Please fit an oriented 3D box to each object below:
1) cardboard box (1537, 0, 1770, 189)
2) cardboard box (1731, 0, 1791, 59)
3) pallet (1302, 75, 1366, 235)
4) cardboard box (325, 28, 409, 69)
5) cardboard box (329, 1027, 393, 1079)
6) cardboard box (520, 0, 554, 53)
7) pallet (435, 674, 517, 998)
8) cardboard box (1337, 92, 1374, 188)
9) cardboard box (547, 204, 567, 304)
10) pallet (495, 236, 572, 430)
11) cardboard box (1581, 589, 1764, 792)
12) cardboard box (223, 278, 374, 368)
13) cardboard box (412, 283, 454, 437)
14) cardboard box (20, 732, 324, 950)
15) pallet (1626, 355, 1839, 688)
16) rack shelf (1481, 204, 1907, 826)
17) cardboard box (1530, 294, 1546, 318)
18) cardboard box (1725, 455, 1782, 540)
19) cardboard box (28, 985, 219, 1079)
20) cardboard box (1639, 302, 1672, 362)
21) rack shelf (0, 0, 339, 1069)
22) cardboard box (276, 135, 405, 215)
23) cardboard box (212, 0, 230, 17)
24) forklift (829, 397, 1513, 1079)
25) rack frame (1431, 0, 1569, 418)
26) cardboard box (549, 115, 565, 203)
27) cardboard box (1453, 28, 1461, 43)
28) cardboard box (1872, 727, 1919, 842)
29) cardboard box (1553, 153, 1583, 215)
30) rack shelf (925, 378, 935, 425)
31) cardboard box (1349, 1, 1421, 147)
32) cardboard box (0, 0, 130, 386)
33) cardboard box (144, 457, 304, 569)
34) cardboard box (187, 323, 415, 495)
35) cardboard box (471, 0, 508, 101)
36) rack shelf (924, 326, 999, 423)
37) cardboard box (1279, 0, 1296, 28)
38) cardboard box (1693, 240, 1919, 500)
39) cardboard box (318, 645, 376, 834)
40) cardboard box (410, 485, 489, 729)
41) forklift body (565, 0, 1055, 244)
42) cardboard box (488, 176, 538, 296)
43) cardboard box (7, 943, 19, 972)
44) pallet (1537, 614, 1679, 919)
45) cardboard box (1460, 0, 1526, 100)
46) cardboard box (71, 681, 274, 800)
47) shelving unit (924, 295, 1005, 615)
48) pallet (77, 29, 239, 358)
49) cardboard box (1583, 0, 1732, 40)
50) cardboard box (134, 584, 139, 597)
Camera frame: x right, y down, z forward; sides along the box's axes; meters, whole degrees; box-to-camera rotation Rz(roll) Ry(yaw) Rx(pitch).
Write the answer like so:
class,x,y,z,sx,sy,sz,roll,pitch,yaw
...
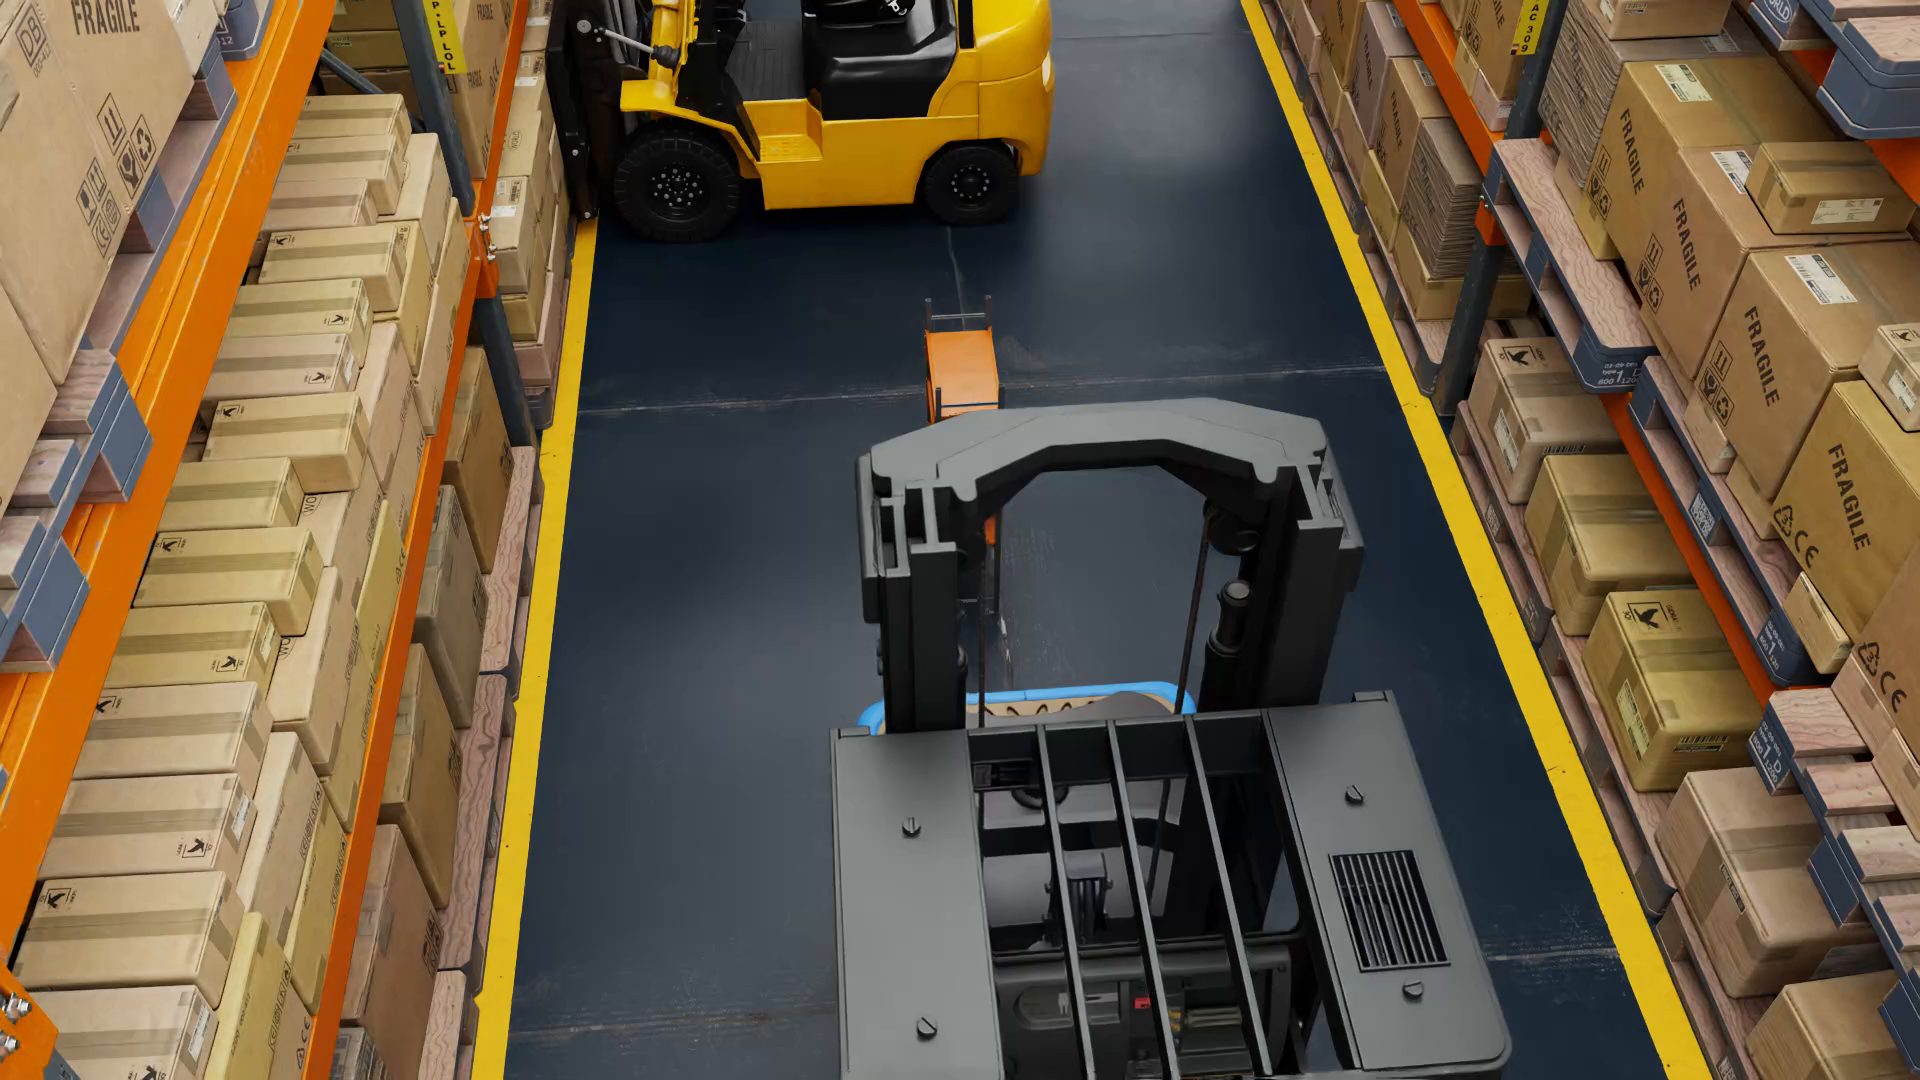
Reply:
class,x,y,z,sx,sy,sz,roll,pitch,yaw
cardboard box,2.375,-1.574,5.748,0.500,0.500,0.500,-2,47,-2
cardboard box,2.889,-1.610,5.783,0.500,0.500,0.500,-4,47,-4
pallet,2.425,-2.059,8.691,1.003,0.211,1.213,-3,47,-3
cardboard box,-2.089,-1.849,6.056,0.380,0.149,0.250,-4,47,-4
cardboard box,-2.028,1.769,4.491,0.875,0.625,0.625,-2,47,-2
cardboard box,-2.174,-2.367,7.978,0.500,0.250,0.500,-4,47,-4
pallet,-2.119,1.029,5.766,1.003,0.211,1.213,-3,47,-3
cardboard box,2.212,-2.013,8.331,0.500,0.250,0.500,-3,47,-3
cardboard box,-2.093,-1.281,7.638,0.500,0.250,0.500,-4,47,-4
pallet,-2.349,-0.964,7.654,1.003,0.211,1.213,-3,47,-3
cardboard box,2.792,0.512,5.856,0.950,0.372,0.625,-2,47,-2
cardboard box,-1.953,-0.627,4.899,0.380,0.149,0.250,-4,47,-4
cardboard box,-1.974,-0.581,5.474,0.500,0.250,0.500,-4,47,-4
cardboard box,-1.824,0.730,3.888,0.500,0.250,0.500,-2,47,-2
pallet,2.750,-0.119,5.066,1.003,0.211,1.213,-3,47,-3
rack shelf,2.789,0.045,5.273,1.077,0.370,4.000,-3,47,-3
cardboard box,2.841,-1.292,7.648,0.500,0.250,0.500,-5,47,-5
cardboard box,2.486,-0.152,4.849,0.380,0.149,0.250,-5,47,-5
cardboard box,-1.723,1.043,3.317,0.380,0.149,0.250,-2,47,-2
cardboard box,2.445,-0.718,5.384,0.380,0.149,0.250,-3,47,-3
rack shelf,-2.157,-0.682,3.896,1.077,0.370,4.000,-3,47,-3
cardboard box,-2.035,-1.183,5.425,0.380,0.149,0.250,-4,47,-4
cardboard box,-1.957,-1.460,3.841,0.500,0.311,0.500,-5,47,-5
forklift,0.318,1.248,3.686,1.130,2.935,3.031,-4,47,-3
rack frame,2.622,-1.649,6.383,1.000,3.000,0.127,-3,47,-3
cardboard box,-2.132,-1.813,7.798,0.500,0.250,0.500,-4,47,-4
cardboard box,2.319,-2.151,7.030,0.380,0.149,0.250,-3,47,-3
cardboard box,2.534,0.595,4.141,0.380,0.149,0.250,-4,47,-4
cardboard box,2.353,-1.288,5.924,0.380,0.149,0.250,-3,47,-3
rack shelf,0.014,-0.400,6.224,0.258,0.148,0.480,-3,47,-3
cardboard box,2.216,-2.255,8.044,0.500,0.500,0.500,-1,47,-1
cardboard box,-1.949,-0.593,2.890,0.700,0.500,0.500,-4,47,-4
cardboard box,-1.959,-0.072,4.374,0.380,0.149,0.250,-3,47,-3
cardboard box,-1.941,-0.384,4.943,0.500,0.250,0.500,-3,47,-3
cardboard box,-2.161,-2.092,6.733,0.500,0.500,0.500,-3,47,-3
rack shelf,0.014,-0.563,6.052,0.258,0.148,0.480,-3,47,-3
cardboard box,2.079,-3.142,9.401,0.500,0.250,0.500,-4,47,-4
cardboard box,2.499,-0.482,4.714,0.500,0.500,0.500,-5,47,-5
cardboard box,-1.870,0.528,4.424,0.500,0.250,0.500,-5,47,-5
cardboard box,-2.212,0.266,5.915,0.875,0.625,0.625,-4,47,-4
forklift body,-0.682,-2.686,7.949,2.313,2.155,1.214,-3,47,-3
cardboard box,-2.052,-1.257,6.927,0.500,0.250,0.500,-4,47,-4
cardboard box,-2.304,1.121,3.518,0.500,0.250,0.500,-3,47,-2
pallet,2.794,0.757,6.024,1.003,0.211,1.213,-3,47,-3
cardboard box,2.337,-2.092,6.529,0.500,0.500,0.500,-5,47,-4
cardboard box,-1.828,0.477,3.853,0.380,0.149,0.250,-3,47,-3
shelving unit,0.014,-0.293,6.337,0.258,1.200,0.503,-3,47,-3
pallet,-2.232,-0.712,3.559,1.003,0.211,1.213,-2,47,-1
cardboard box,2.309,-1.792,5.508,0.380,0.149,0.250,-4,47,-3
cardboard box,-2.422,0.024,4.557,0.500,0.250,0.500,-4,47,-4
